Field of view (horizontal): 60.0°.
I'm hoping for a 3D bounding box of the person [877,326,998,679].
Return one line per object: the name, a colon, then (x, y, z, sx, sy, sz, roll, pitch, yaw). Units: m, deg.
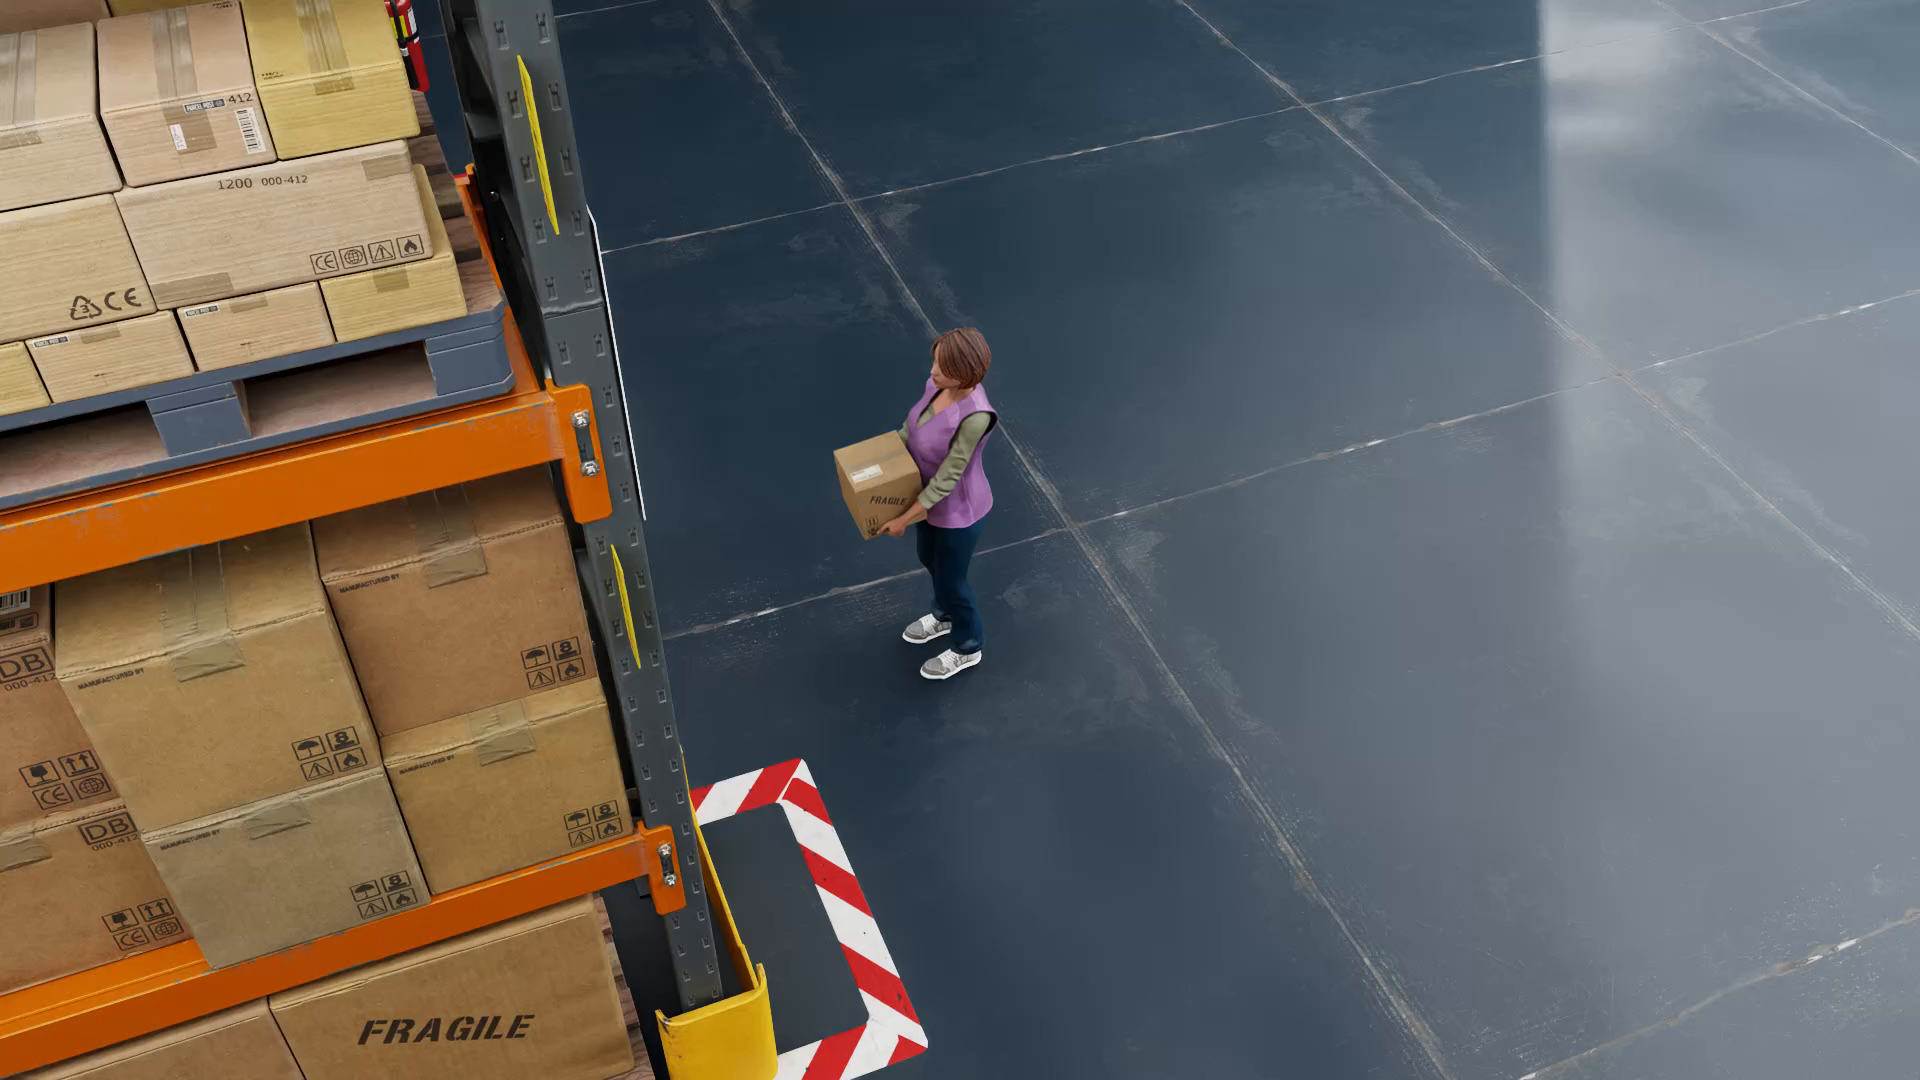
person: (-0.124, -0.118, 6.301, 0.489, 1.593, 0.405, -15, 44, -16)
